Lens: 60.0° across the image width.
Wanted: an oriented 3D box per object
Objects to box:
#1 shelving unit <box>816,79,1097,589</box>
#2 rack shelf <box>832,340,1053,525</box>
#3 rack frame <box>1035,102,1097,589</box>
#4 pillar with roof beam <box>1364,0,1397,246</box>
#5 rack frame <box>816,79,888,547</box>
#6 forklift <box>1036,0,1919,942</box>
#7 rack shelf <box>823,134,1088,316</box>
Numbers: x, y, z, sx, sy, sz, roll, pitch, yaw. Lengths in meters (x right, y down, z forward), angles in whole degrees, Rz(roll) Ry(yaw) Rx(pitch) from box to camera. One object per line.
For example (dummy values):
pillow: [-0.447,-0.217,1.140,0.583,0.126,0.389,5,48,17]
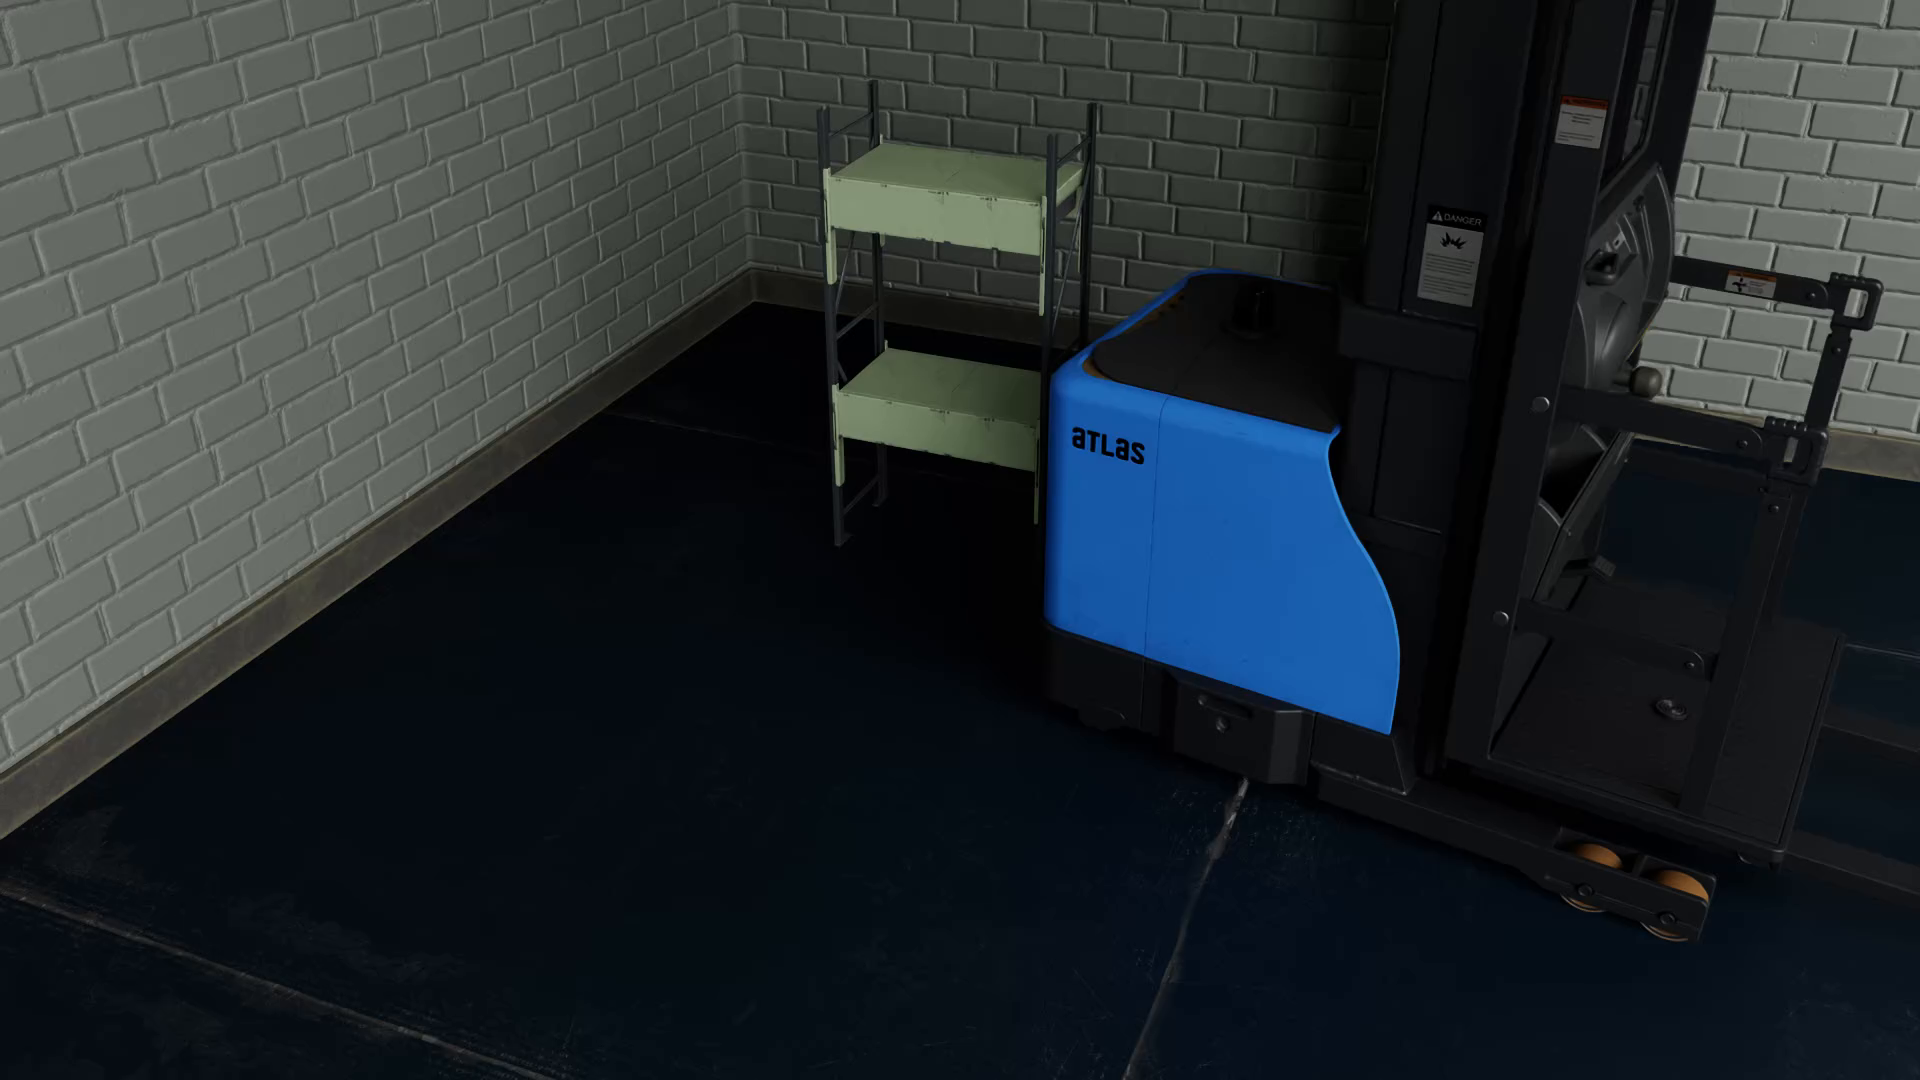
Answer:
shelving unit: [-0.006,-0.654,5.383,0.755,1.500,0.431,11,31,19]
rack shelf: [-0.006,-0.370,5.544,0.720,0.370,0.431,11,31,19]
rack frame: [0.333,-0.586,5.263,0.023,1.500,0.400,11,31,19]
pillar with roof beam: [0.137,-2.460,0.956,0.400,9.000,9.100,11,31,19]
rack frame: [-0.345,-0.722,5.503,0.023,1.500,0.400,11,31,19]
forklift: [1.747,-0.605,3.841,3.031,2.935,1.130,17,34,27]
rack shelf: [-0.006,-0.994,5.191,0.720,0.370,0.431,11,31,19]
